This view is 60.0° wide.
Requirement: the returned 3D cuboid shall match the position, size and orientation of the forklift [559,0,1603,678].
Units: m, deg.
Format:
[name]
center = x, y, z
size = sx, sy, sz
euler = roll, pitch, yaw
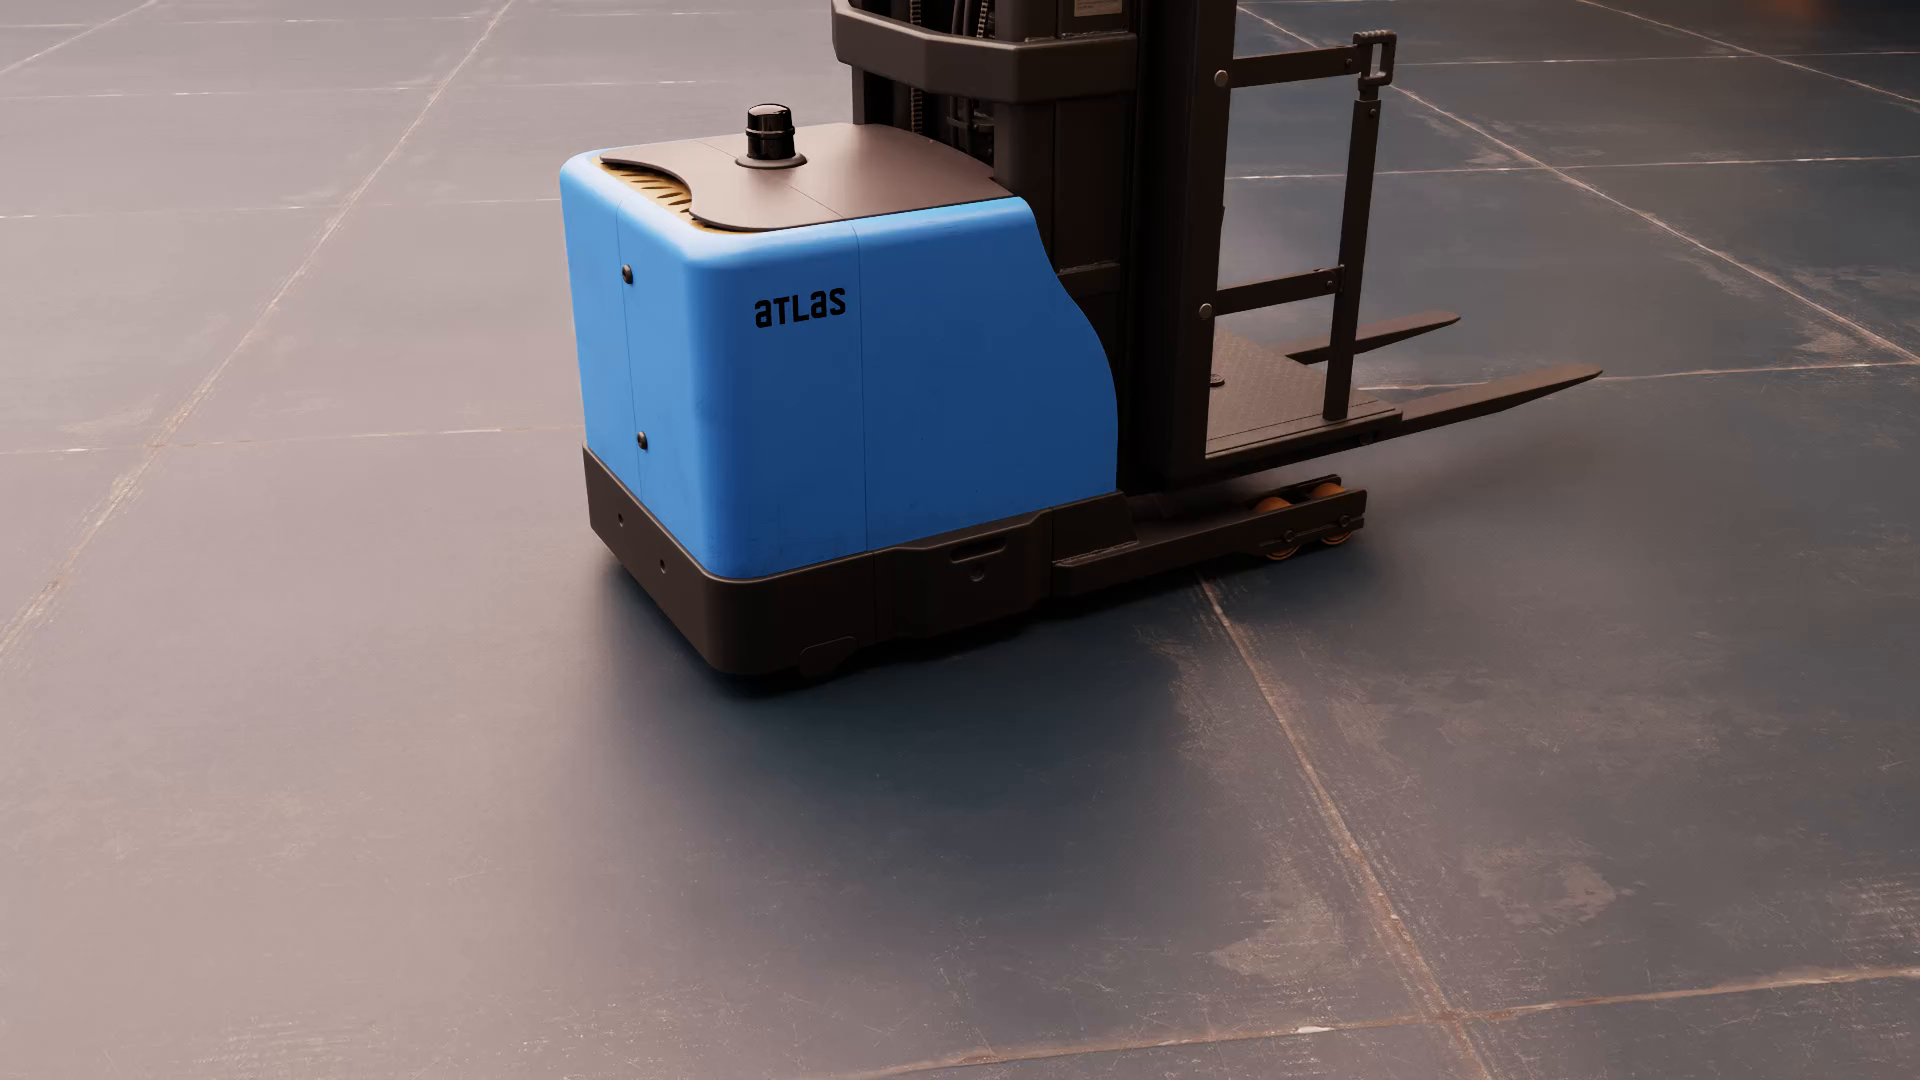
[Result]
[forklift]
center = 0.529, -1.451, 4.240
size = 3.031, 2.935, 1.130
euler = -14, 29, -26
